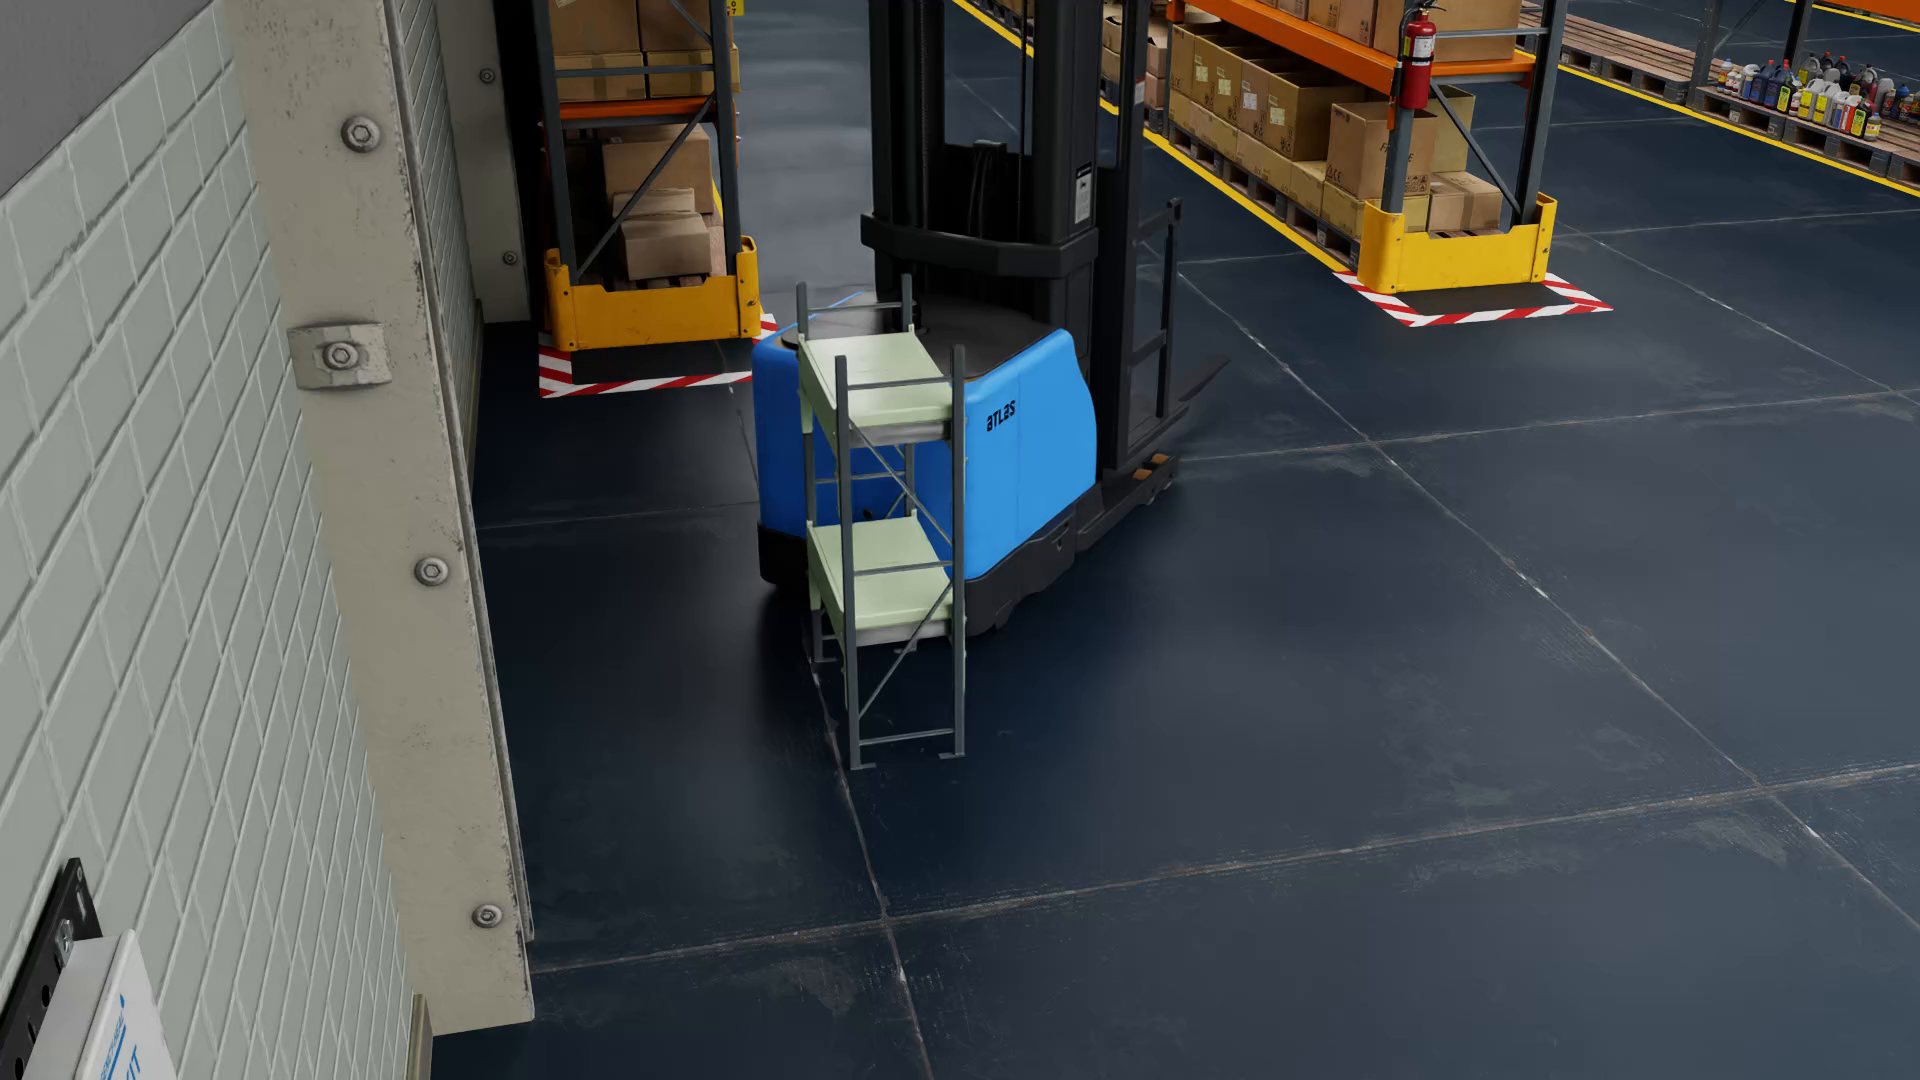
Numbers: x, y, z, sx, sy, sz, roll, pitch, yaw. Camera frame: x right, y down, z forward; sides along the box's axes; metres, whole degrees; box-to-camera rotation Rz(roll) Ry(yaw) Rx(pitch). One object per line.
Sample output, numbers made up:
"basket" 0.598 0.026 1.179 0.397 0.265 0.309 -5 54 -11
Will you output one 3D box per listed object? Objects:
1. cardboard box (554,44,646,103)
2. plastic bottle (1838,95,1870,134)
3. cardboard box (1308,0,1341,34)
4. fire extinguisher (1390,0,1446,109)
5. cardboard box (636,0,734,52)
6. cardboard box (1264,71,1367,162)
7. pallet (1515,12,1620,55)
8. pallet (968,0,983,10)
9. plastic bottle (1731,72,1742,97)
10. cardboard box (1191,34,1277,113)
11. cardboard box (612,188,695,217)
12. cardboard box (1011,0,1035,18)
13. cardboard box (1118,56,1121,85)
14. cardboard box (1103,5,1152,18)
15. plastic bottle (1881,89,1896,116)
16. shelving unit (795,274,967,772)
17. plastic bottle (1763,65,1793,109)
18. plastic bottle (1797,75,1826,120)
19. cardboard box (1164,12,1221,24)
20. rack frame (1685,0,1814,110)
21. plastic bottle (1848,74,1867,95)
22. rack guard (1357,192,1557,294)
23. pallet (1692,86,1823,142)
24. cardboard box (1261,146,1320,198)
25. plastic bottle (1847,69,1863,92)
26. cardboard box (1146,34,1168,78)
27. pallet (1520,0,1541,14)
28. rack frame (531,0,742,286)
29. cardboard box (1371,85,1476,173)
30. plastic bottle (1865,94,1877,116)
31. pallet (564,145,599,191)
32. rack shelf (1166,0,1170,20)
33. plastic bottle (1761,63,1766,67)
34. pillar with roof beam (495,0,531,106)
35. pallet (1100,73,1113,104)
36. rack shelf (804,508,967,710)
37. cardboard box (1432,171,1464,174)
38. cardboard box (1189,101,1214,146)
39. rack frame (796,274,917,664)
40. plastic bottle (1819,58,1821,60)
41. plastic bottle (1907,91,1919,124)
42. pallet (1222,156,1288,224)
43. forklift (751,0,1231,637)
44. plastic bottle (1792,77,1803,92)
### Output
"cardboard box" -2.022 -2.621 9.258 0.500 0.250 0.500 -6 27 -11
"plastic bottle" 7.053 -3.355 13.103 0.152 0.276 0.135 -6 27 -11
"cardboard box" 2.776 -3.698 11.136 0.700 0.500 0.500 -6 27 -11
"fire extinguisher" 2.672 -2.865 9.682 0.296 0.674 0.183 -6 27 -12
"cardboard box" -1.542 -3.010 9.197 0.500 0.500 0.500 -6 27 -12
"cardboard box" 2.447 -2.936 11.491 0.500 0.500 0.500 -6 27 -12
"pallet" 6.258 -5.423 17.759 1.003 0.211 1.213 -6 27 -12
"pallet" 0.614 -6.668 20.227 1.003 0.211 1.213 -6 27 -12
"plastic bottle" 6.714 -3.929 14.323 0.097 0.201 0.097 0 27 0
"cardboard box" 2.116 -3.595 12.797 0.500 0.500 0.500 -6 27 -12
"cardboard box" -1.924 -2.053 10.484 0.500 0.311 0.500 -4 27 -7
"cardboard box" 0.855 -5.978 18.050 0.500 0.500 0.500 -5 27 -10
"cardboard box" 1.708 -4.089 14.608 0.500 0.250 0.500 -6 27 -12
"cardboard box" 1.483 -4.781 15.357 0.500 0.311 0.500 -6 27 -12
"plastic bottle" 7.651 -3.602 13.676 0.097 0.201 0.097 0 27 0
"shelving unit" -0.273 -0.065 5.714 0.431 1.500 0.755 -7 28 -13
"plastic bottle" 6.843 -3.790 13.882 0.144 0.351 0.185 -7 28 -14
"plastic bottle" 6.939 -3.603 13.512 0.144 0.351 0.185 -6 27 -12
"cardboard box" 2.120 -4.619 15.035 0.500 0.311 0.500 -7 28 -13
"rack frame" 7.023 -5.256 14.334 1.000 3.000 0.127 -6 27 -12
"plastic bottle" 7.471 -3.738 13.854 0.061 0.283 0.133 -6 27 -12
"rack guard" 3.103 -1.872 10.404 1.175 0.500 0.348 -6 27 -12
"pallet" 7.134 -3.712 14.369 1.003 0.211 1.213 -6 27 -12
"cardboard box" 2.450 -2.601 11.660 0.500 0.250 0.500 -6 27 -12
"plastic bottle" 7.570 -3.834 14.044 0.061 0.283 0.133 -4 27 -8
"cardboard box" 1.826 -4.113 14.033 0.500 0.311 0.500 -6 27 -12
"pallet" 5.903 -6.109 19.118 1.003 0.211 1.213 -6 27 -12
"rack frame" -1.728 -2.494 8.861 1.000 3.000 0.127 -6 27 -12
"cardboard box" 3.079 -2.770 11.163 0.500 0.500 0.500 -6 27 -12
"plastic bottle" 7.157 -3.370 13.123 0.061 0.283 0.133 -6 27 -12
"pallet" -2.443 -2.713 12.392 1.003 0.211 1.213 -6 27 -12
"rack shelf" 1.746 -5.311 15.242 1.077 0.370 4.000 -6 27 -12
"plastic bottle" 6.871 -3.927 14.227 0.061 0.283 0.133 -6 27 -12
"pillar with roof beam" 0.114 -8.462 14.029 9.100 9.000 0.400 -6 27 -12
"pallet" 1.714 -4.366 15.665 1.003 0.211 1.213 -6 27 -12
"rack shelf" -0.273 0.226 5.861 0.431 0.370 0.720 -7 28 -13
"cardboard box" 3.077 -2.435 11.332 0.500 0.250 0.500 -6 27 -12
"cardboard box" 2.113 -3.260 12.965 0.500 0.250 0.500 -6 27 -12
"rack frame" -0.363 -0.225 6.031 0.400 1.500 0.023 -7 28 -13
"plastic bottle" 7.453 -4.062 14.495 0.061 0.283 0.133 -5 27 -9
"plastic bottle" 7.720 -3.500 13.395 0.097 0.271 0.097 0 27 0
"pallet" 2.613 -2.619 12.205 1.003 0.211 1.213 -6 27 -12
"forklift" 0.361 -1.562 7.092 1.130 2.935 3.031 15 30 27
"plastic bottle" 6.913 -3.694 13.779 0.097 0.271 0.097 0 27 0
